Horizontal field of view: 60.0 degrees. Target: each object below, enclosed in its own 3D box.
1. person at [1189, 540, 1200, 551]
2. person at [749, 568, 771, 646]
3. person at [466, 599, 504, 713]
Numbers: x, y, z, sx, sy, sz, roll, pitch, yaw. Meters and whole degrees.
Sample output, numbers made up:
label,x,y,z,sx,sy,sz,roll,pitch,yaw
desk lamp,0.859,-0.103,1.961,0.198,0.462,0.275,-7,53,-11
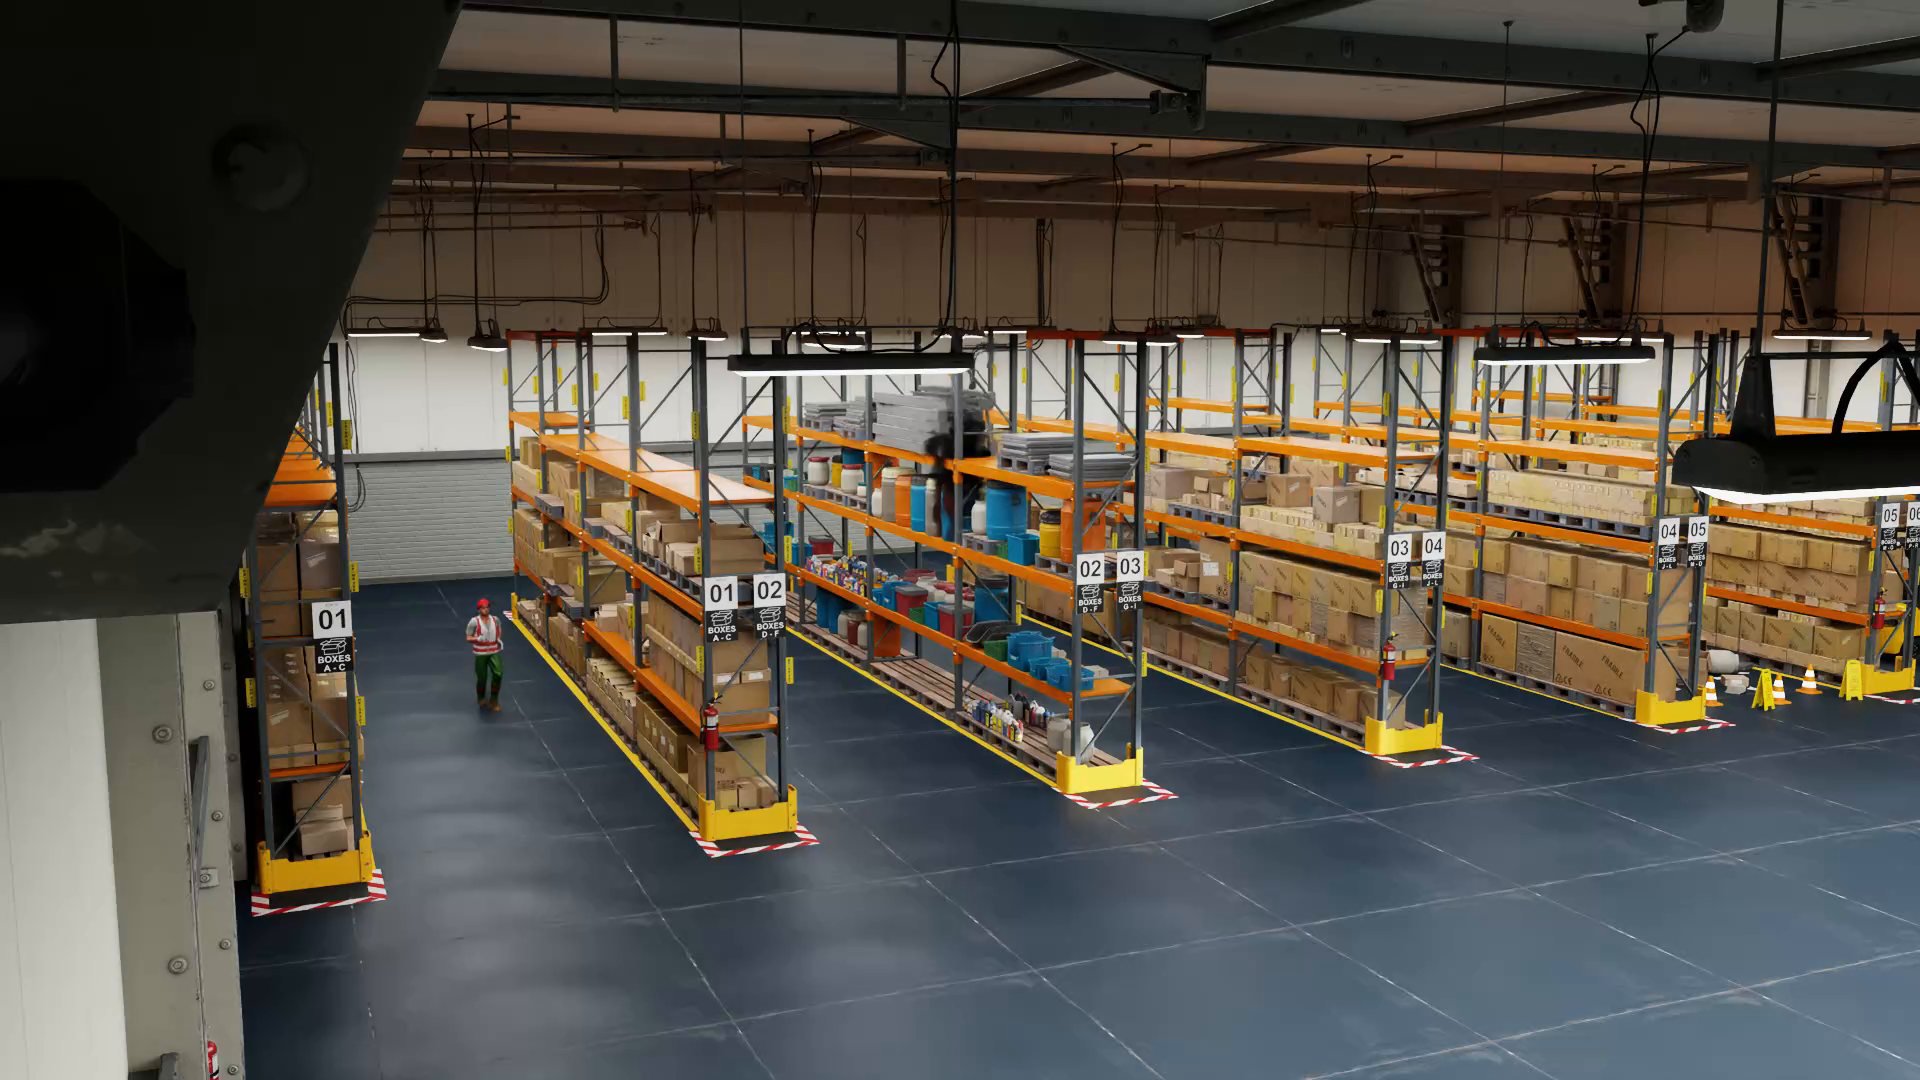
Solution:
label,x,y,z,sx,sy,sz,roll,pitch,yaw
person,6.051,-0.302,42.506,0.716,1.818,0.719,-3,8,-19
person,-3.808,1.204,31.947,0.677,1.624,0.905,-4,9,-25
person,-7.539,1.847,26.519,0.632,1.824,0.705,-5,9,-31
